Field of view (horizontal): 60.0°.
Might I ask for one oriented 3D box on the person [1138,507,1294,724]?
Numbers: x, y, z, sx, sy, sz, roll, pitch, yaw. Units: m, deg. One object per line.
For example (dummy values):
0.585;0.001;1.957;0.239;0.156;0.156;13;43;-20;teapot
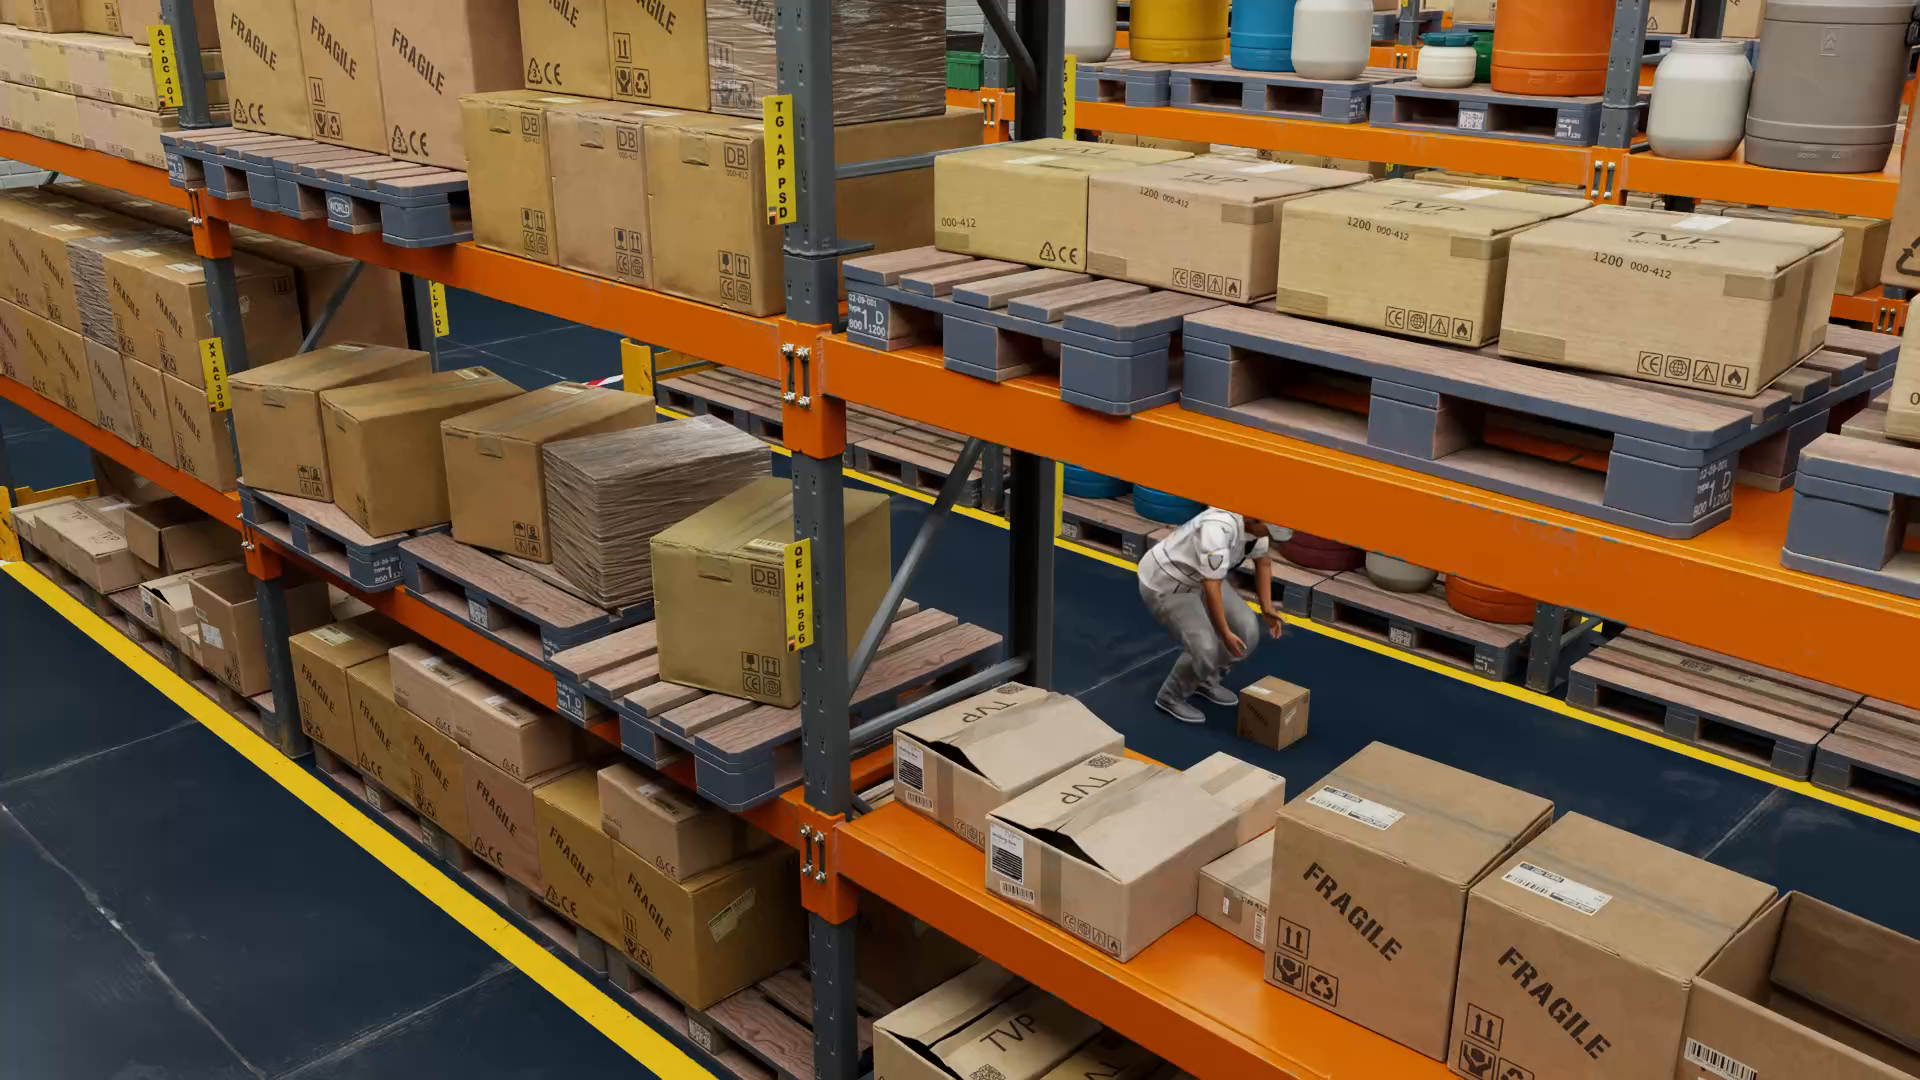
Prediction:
1.297;0.282;8.408;0.786;1.265;0.538;19;28;41;person
